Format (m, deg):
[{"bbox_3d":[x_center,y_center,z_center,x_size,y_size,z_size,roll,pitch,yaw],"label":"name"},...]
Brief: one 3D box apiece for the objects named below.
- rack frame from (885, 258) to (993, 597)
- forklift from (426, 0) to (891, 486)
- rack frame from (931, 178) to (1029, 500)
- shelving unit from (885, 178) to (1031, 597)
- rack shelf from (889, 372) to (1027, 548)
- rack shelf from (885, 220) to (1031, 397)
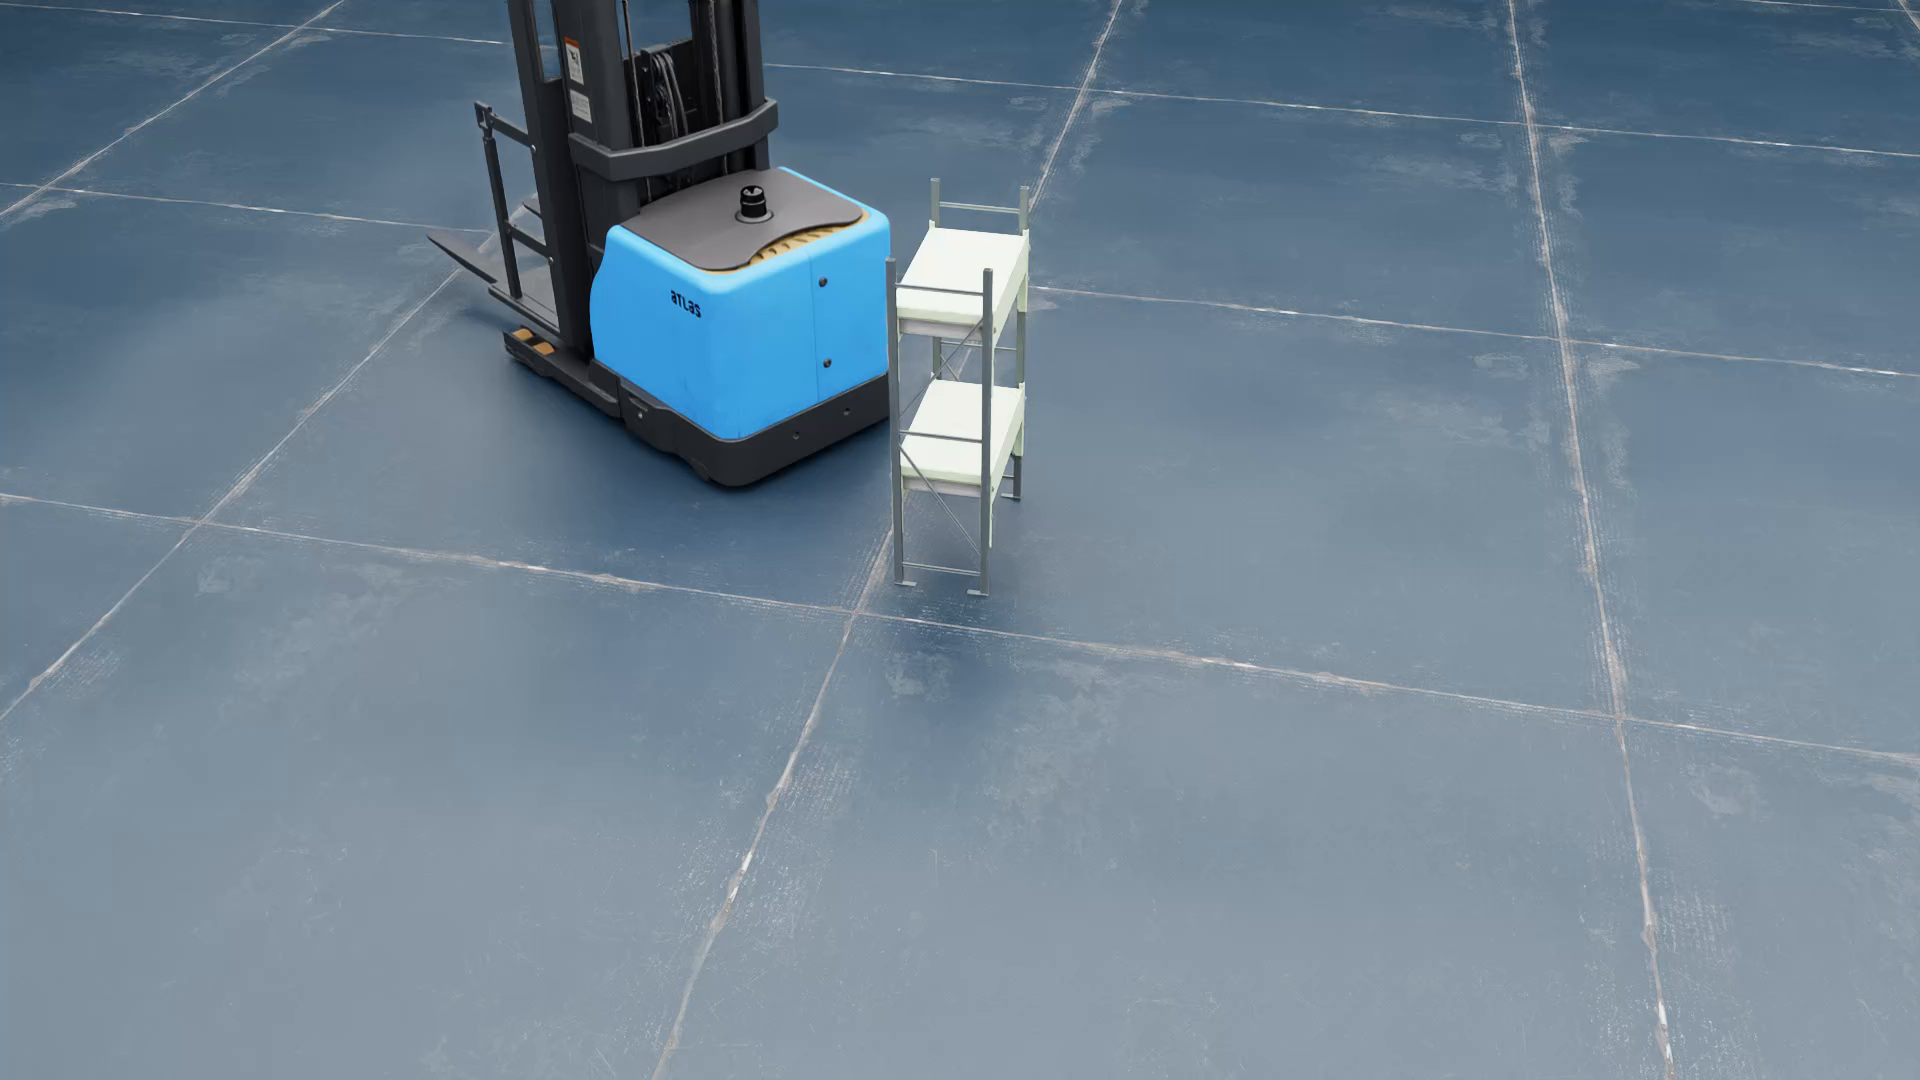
[{"bbox_3d":[-0.077,-0.401,6.526,0.400,1.500,0.023,7,37,10],"label":"rack frame"},{"bbox_3d":[-1.677,-2.199,7.786,1.130,2.935,3.031,-29,45,-34],"label":"forklift"},{"bbox_3d":[0.080,-0.821,7.105,0.400,1.500,0.023,7,37,10],"label":"rack frame"},{"bbox_3d":[0.001,-0.611,6.815,0.431,1.500,0.755,7,37,10],"label":"shelving unit"},{"bbox_3d":[0.001,-0.347,7.006,0.431,0.370,0.720,7,37,10],"label":"rack shelf"},{"bbox_3d":[0.001,-0.927,6.586,0.431,0.370,0.720,7,37,10],"label":"rack shelf"}]
